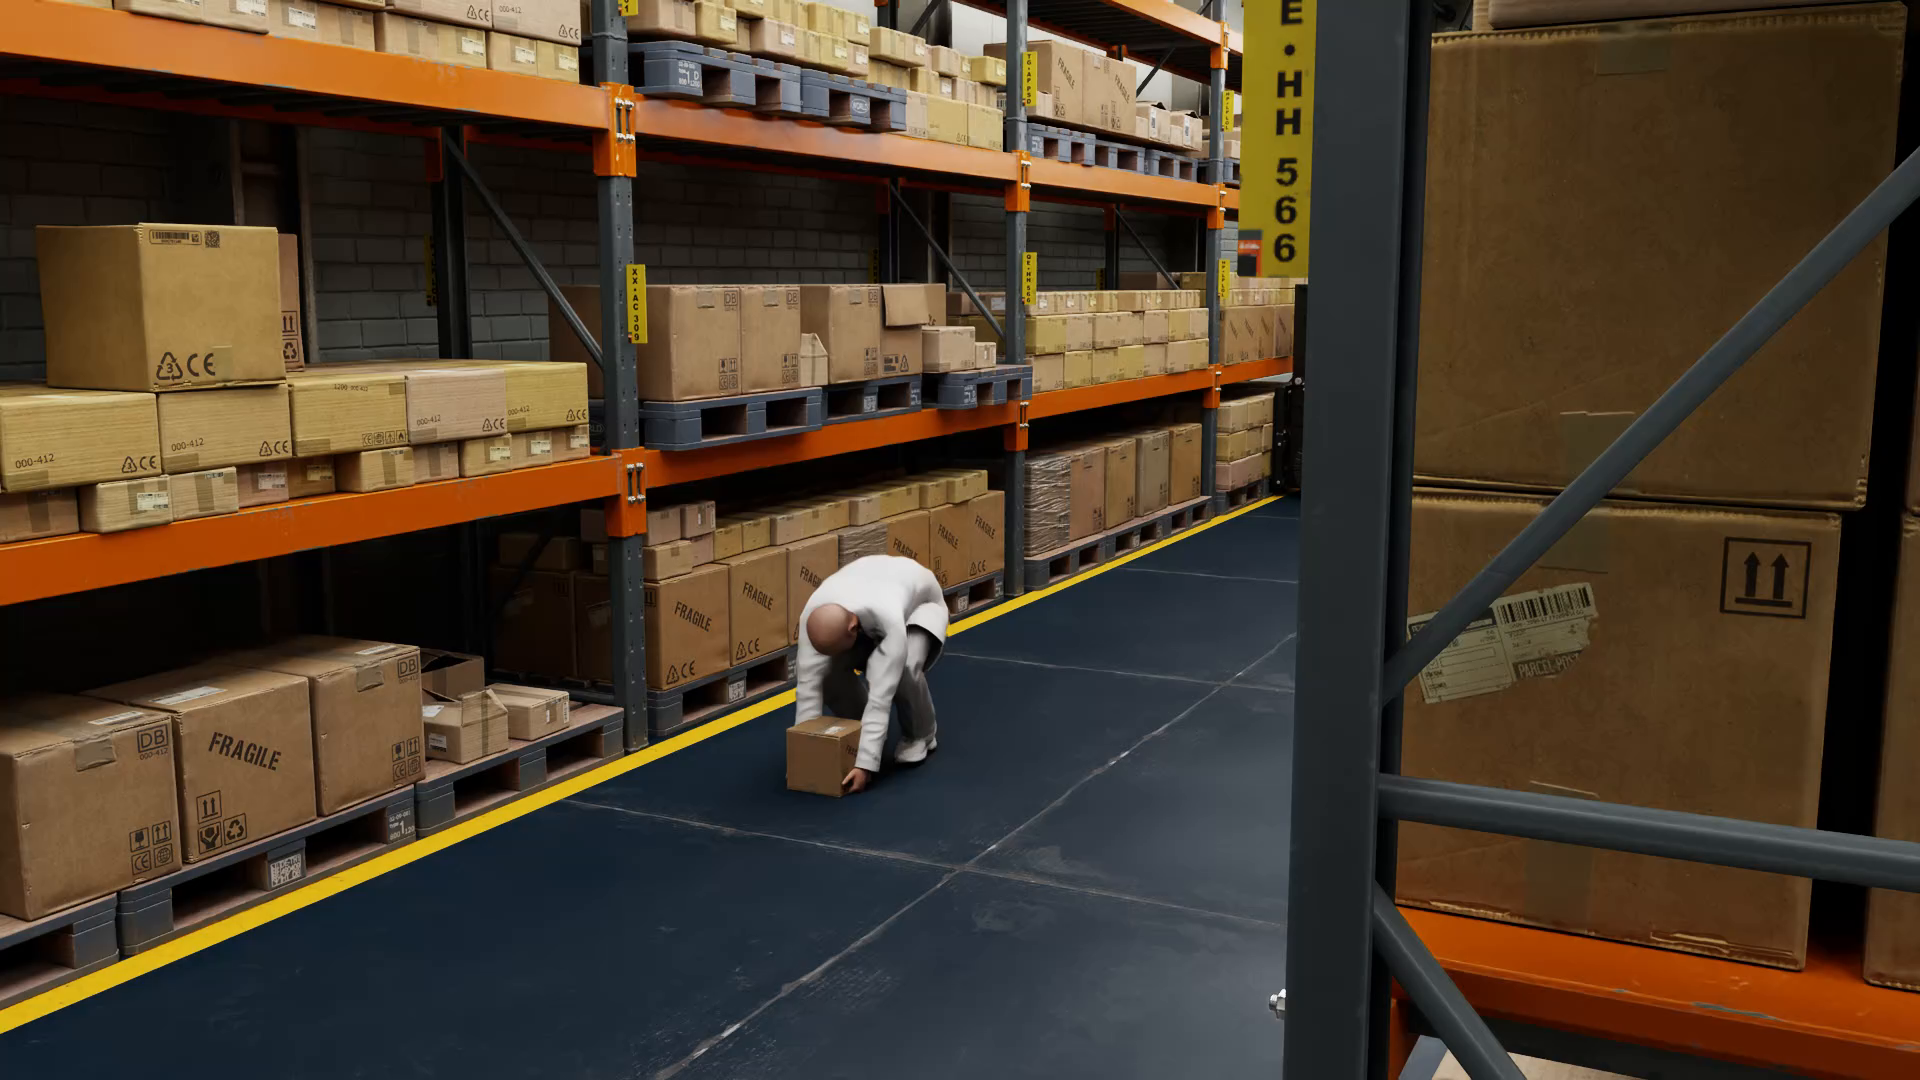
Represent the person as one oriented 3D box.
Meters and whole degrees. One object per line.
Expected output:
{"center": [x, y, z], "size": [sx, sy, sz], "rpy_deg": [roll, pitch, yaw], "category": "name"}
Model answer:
{"center": [-0.402, 0.530, 7.023], "size": [0.556, 0.886, 0.953], "rpy_deg": [4, 10, 24], "category": "person"}
